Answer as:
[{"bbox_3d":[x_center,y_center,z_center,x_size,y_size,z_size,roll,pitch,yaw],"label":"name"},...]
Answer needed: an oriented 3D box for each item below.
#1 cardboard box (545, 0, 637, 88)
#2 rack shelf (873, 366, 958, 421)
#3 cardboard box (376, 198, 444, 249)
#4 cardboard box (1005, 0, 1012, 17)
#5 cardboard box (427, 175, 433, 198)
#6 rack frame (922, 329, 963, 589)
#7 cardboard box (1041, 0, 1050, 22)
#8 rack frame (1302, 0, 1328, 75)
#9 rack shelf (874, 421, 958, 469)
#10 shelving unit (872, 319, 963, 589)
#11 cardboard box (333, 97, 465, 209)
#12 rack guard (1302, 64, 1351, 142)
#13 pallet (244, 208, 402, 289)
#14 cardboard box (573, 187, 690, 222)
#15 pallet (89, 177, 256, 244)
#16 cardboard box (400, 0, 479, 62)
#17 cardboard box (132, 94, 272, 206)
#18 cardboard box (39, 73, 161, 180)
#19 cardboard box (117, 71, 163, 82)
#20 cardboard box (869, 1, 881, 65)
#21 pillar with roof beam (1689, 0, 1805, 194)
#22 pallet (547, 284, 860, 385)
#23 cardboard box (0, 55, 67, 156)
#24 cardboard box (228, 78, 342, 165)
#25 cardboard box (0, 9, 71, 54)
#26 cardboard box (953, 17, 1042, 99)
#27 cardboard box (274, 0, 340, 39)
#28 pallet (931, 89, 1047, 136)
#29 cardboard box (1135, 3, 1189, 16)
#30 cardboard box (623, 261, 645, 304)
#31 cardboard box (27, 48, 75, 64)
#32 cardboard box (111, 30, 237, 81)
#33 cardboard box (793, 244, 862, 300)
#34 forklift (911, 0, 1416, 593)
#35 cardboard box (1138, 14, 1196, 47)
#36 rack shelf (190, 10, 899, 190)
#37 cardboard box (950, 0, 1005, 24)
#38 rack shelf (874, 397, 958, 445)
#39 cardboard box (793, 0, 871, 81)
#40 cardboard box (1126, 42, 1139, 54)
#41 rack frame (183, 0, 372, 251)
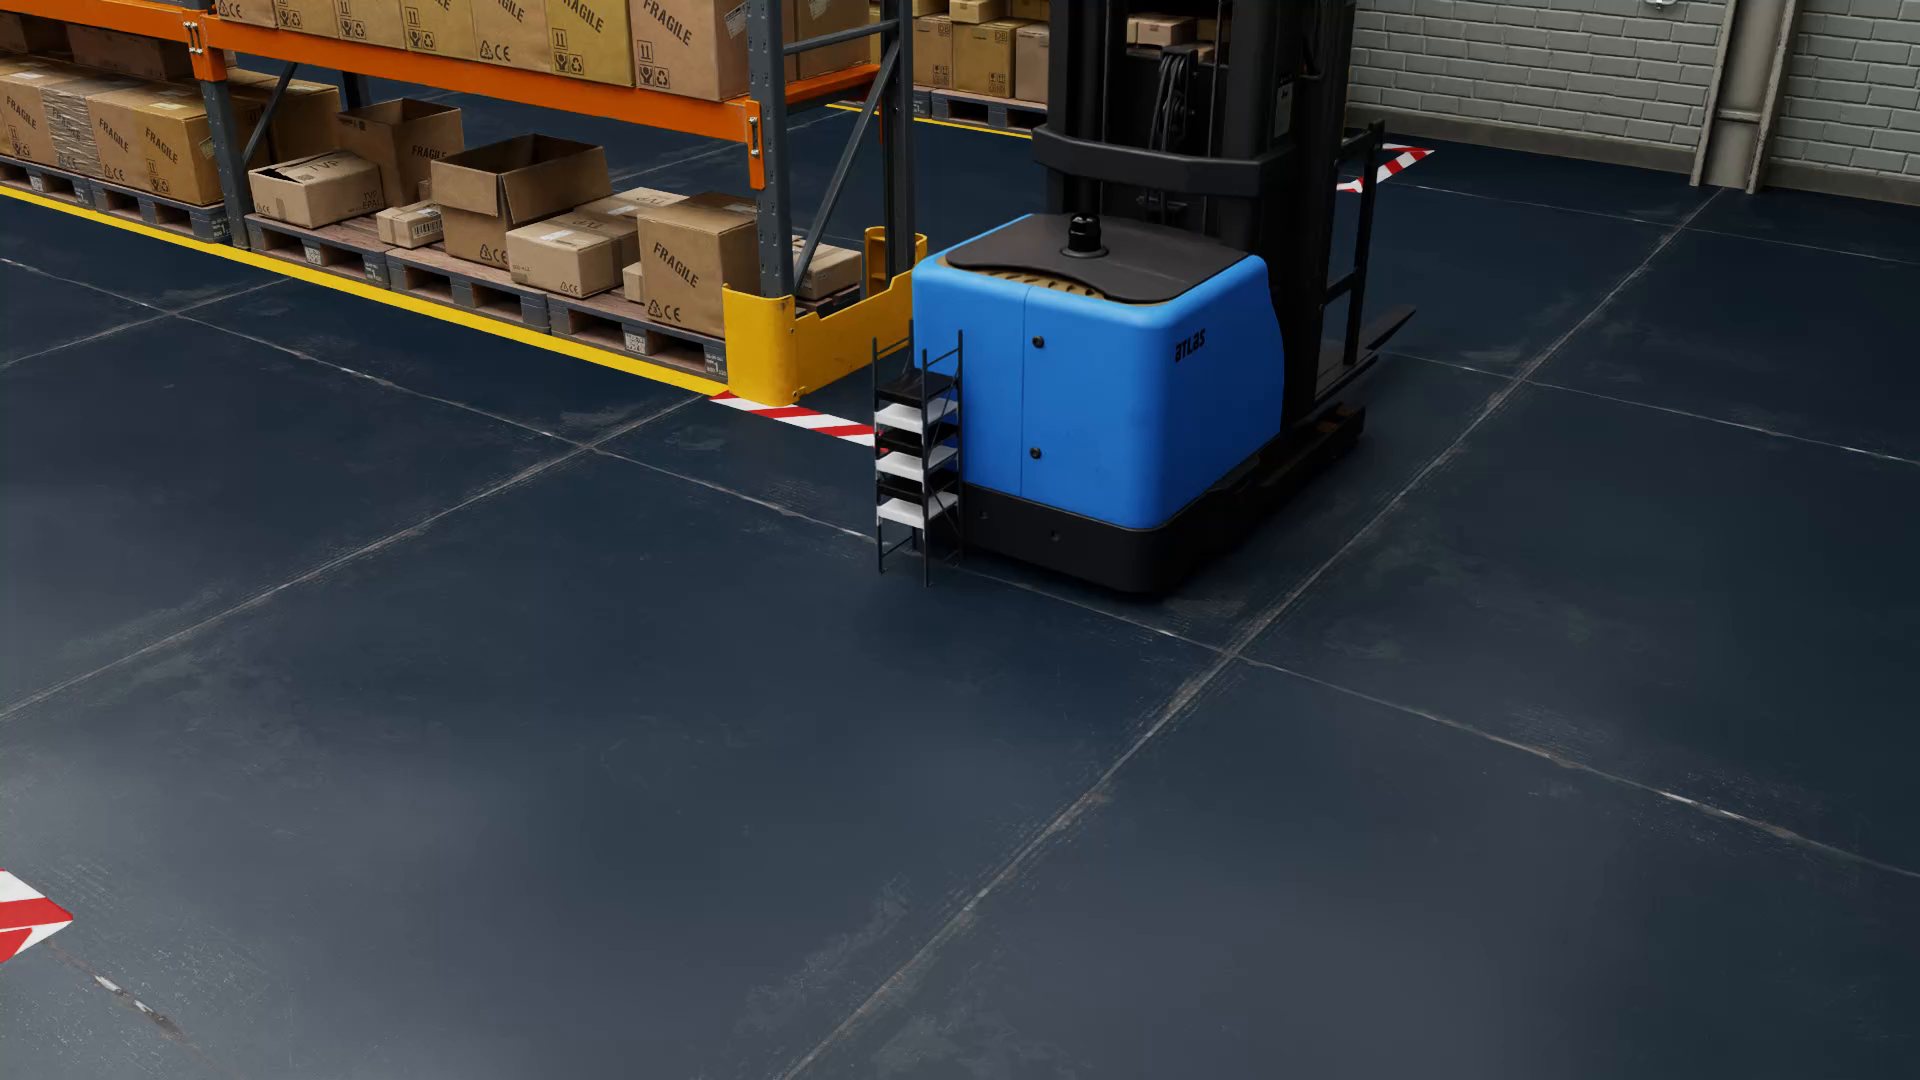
[{"bbox_3d":[-1.496,-2.351,7.451,0.500,0.500,0.500,18,32,31],"label":"cardboard box"},{"bbox_3d":[-0.144,-0.508,5.735,0.200,0.077,0.258,16,31,29],"label":"rack shelf"},{"bbox_3d":[-2.898,-1.714,8.950,0.250,0.166,0.380,17,32,30],"label":"cardboard box"},{"bbox_3d":[0.373,-4.017,12.414,0.250,0.149,0.380,18,32,31],"label":"cardboard box"},{"bbox_3d":[-2.592,-1.953,9.260,0.500,0.311,0.500,17,32,30],"label":"cardboard box"},{"bbox_3d":[-0.058,-0.272,5.793,0.006,0.900,0.240,16,31,29],"label":"rack frame"},{"bbox_3d":[0.795,-3.886,12.156,0.250,0.149,0.380,18,32,31],"label":"cardboard box"},{"bbox_3d":[2.258,-4.014,10.830,0.127,3.000,1.000,17,32,30],"label":"rack frame"},{"bbox_3d":[-0.144,-0.348,5.817,0.200,0.077,0.258,16,31,29],"label":"rack shelf"},{"bbox_3d":[-0.144,-0.298,5.842,0.210,0.900,0.258,16,31,29],"label":"shelving unit"},{"bbox_3d":[-3.210,-2.230,9.595,0.500,0.500,0.500,17,32,30],"label":"cardboard box"},{"bbox_3d":[2.278,-2.894,11.385,0.348,0.500,1.175,17,32,30],"label":"rack guard"},{"bbox_3d":[-3.275,-1.768,9.492,1.213,0.211,1.003,17,32,30],"label":"pallet"},{"bbox_3d":[-1.655,-1.634,8.700,0.500,0.250,0.500,17,32,30],"label":"cardboard box"},{"bbox_3d":[-4.532,-2.140,10.222,1.213,0.211,1.003,17,32,30],"label":"pallet"},{"bbox_3d":[-2.320,-2.610,7.961,0.500,0.500,0.500,17,31,30],"label":"cardboard box"},{"bbox_3d":[-4.410,-2.290,9.713,0.500,0.500,0.500,17,32,30],"label":"cardboard box"},{"bbox_3d":[-5.225,-2.549,10.222,0.500,0.500,0.500,18,32,31],"label":"cardboard box"},{"bbox_3d":[-4.955,-2.749,10.616,0.500,0.500,0.500,18,32,31],"label":"cardboard box"},{"bbox_3d":[-0.481,-3.884,12.867,0.500,0.500,0.700,18,32,31],"label":"cardboard box"},{"bbox_3d":[2.536,-4.708,5.580,0.400,9.000,9.100,17,32,30],"label":"pillar with roof beam"},{"bbox_3d":[-1.264,-1.142,8.261,1.213,0.211,1.003,17,32,30],"label":"pallet"},{"bbox_3d":[-6.079,-2.810,10.736,0.500,0.500,0.500,17,31,30],"label":"cardboard box"},{"bbox_3d":[-4.101,-2.485,10.097,0.500,0.500,0.500,16,31,28],"label":"cardboard box"},{"bbox_3d":[-6.185,-3.466,11.198,0.500,0.250,0.500,19,32,32],"label":"cardboard box"},{"bbox_3d":[0.353,-3.621,12.351,0.500,0.500,0.700,18,32,31],"label":"cardboard box"},{"bbox_3d":[-3.151,-2.869,8.471,0.500,0.500,0.500,18,32,31],"label":"cardboard box"},{"bbox_3d":[0.553,-3.261,12.424,1.213,0.211,1.003,17,32,30],"label":"pallet"},{"bbox_3d":[1.423,-3.691,11.773,0.250,0.149,0.380,17,32,30],"label":"cardboard box"},{"bbox_3d":[-1.414,-1.279,8.095,0.250,0.166,0.380,17,32,30],"label":"cardboard box"},{"bbox_3d":[-5.807,-3.012,11.132,0.500,0.500,0.500,16,31,29],"label":"cardboard box"},{"bbox_3d":[-4.926,-3.076,10.432,0.500,0.250,0.500,17,32,30],"label":"cardboard box"},{"bbox_3d":[-0.694,-1.322,8.199,0.250,0.149,0.380,17,32,30],"label":"cardboard box"},{"bbox_3d":[1.058,-1.742,6.442,1.130,2.935,3.031,17,32,30],"label":"forklift"},{"bbox_3d":[1.416,-3.483,11.365,0.250,0.149,0.380,17,31,30],"label":"cardboard box"},{"bbox_3d":[-2.192,-2.354,8.361,4.000,0.370,1.077,17,32,30],"label":"rack shelf"},{"bbox_3d":[0.129,-3.883,12.150,0.250,0.149,0.380,16,31,29],"label":"cardboard box"},{"bbox_3d":[-0.144,-0.428,5.776,0.200,0.077,0.258,16,31,29],"label":"rack shelf"},{"bbox_3d":[-0.760,-2.418,7.584,0.500,0.500,0.500,18,32,31],"label":"cardboard box"},{"bbox_3d":[1.212,-3.358,11.834,0.500,0.500,0.700,17,32,30],"label":"cardboard box"},{"bbox_3d":[-3.840,-3.188,9.207,0.127,3.000,1.000,17,32,30],"label":"rack frame"}]
